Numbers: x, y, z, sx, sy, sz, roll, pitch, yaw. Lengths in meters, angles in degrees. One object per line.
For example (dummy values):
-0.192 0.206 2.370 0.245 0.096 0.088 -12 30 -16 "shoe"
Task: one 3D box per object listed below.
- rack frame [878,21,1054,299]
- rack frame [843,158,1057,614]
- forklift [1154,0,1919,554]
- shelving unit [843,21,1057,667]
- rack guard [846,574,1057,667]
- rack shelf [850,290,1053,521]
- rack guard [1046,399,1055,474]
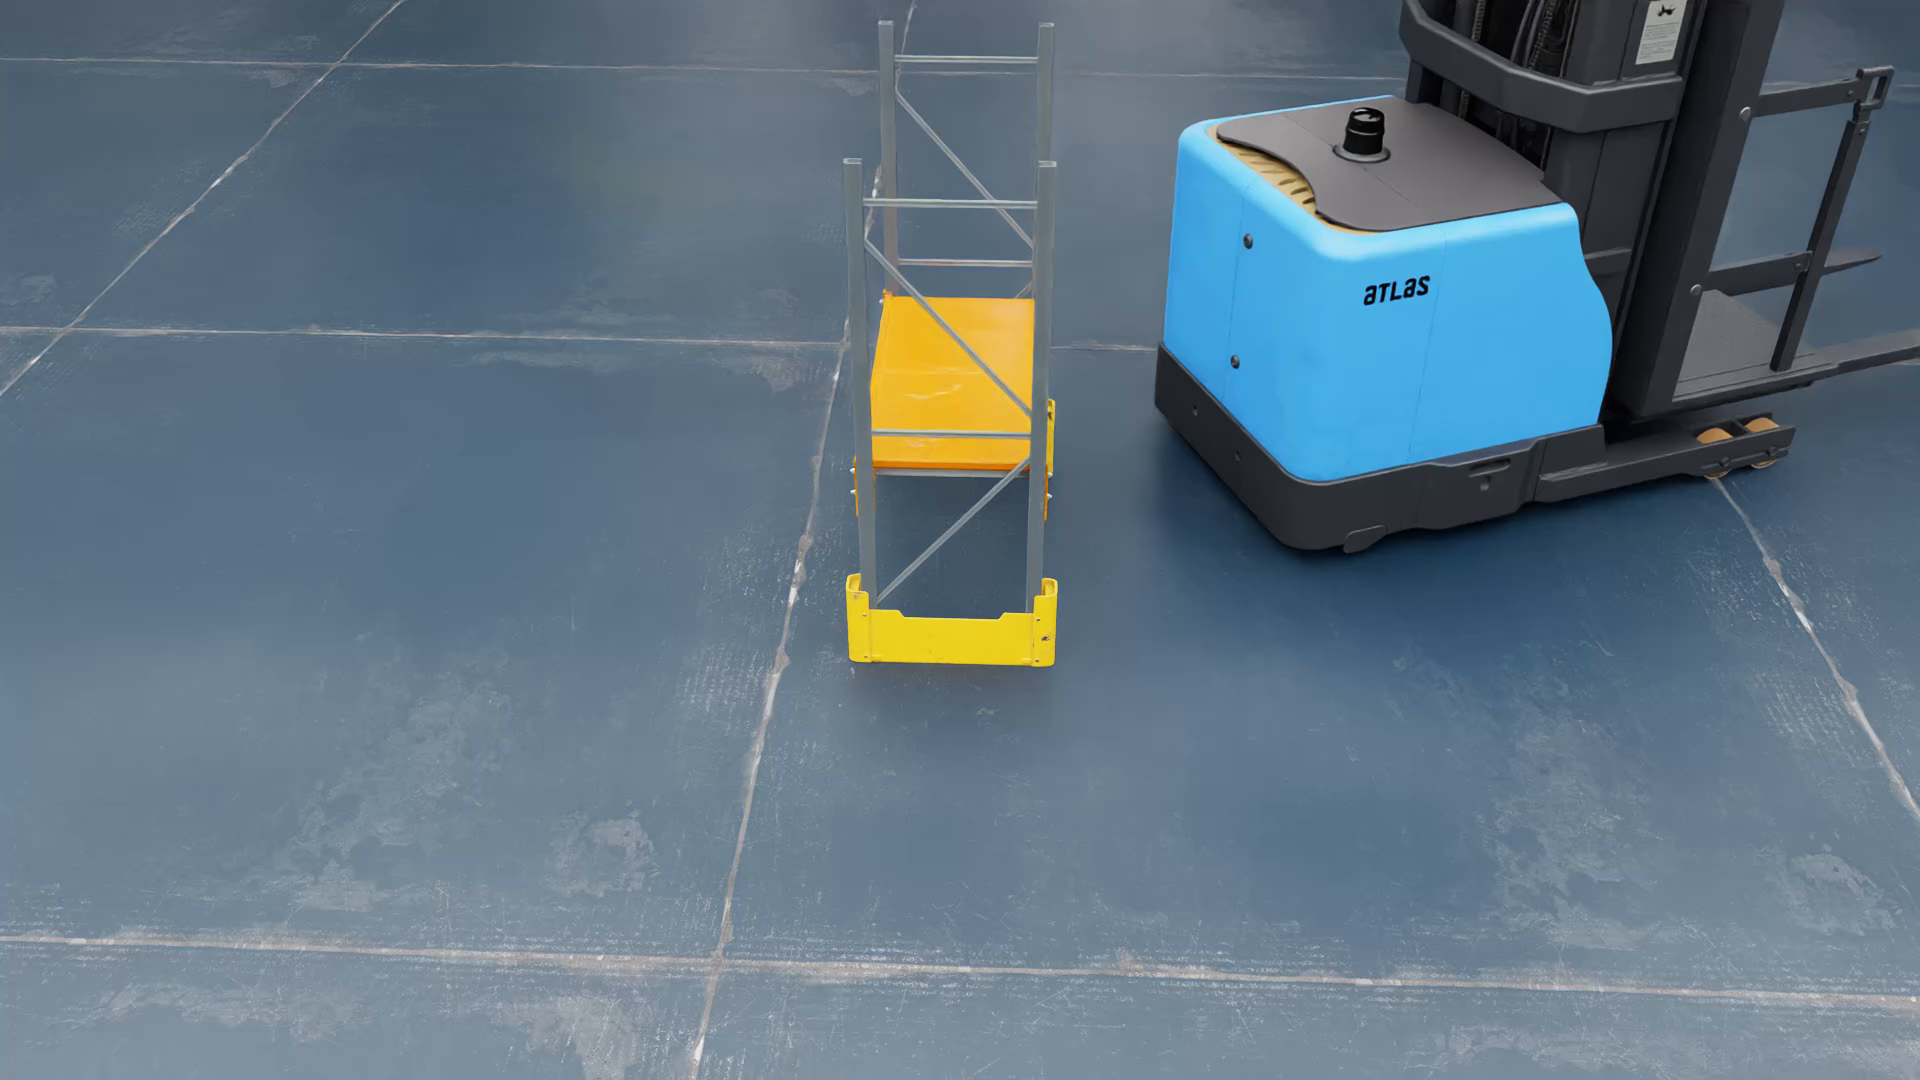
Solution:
0.017 -0.857 5.165 0.500 1.500 0.032 1 35 2 "rack frame"
-0.024 -0.273 4.333 0.500 1.500 0.032 1 35 2 "rack frame"
2.250 -1.675 5.084 3.031 2.935 1.130 -12 37 -16 "forklift"
-0.003 -0.570 4.756 0.587 1.500 1.083 1 35 2 "shelving unit"
-0.023 0.228 4.709 0.587 0.250 0.087 1 35 2 "rack guard"
-0.003 -0.417 4.852 0.538 0.185 1.000 1 35 2 "rack shelf"
0.017 -0.345 5.523 0.587 0.250 0.087 1 35 2 "rack guard"
